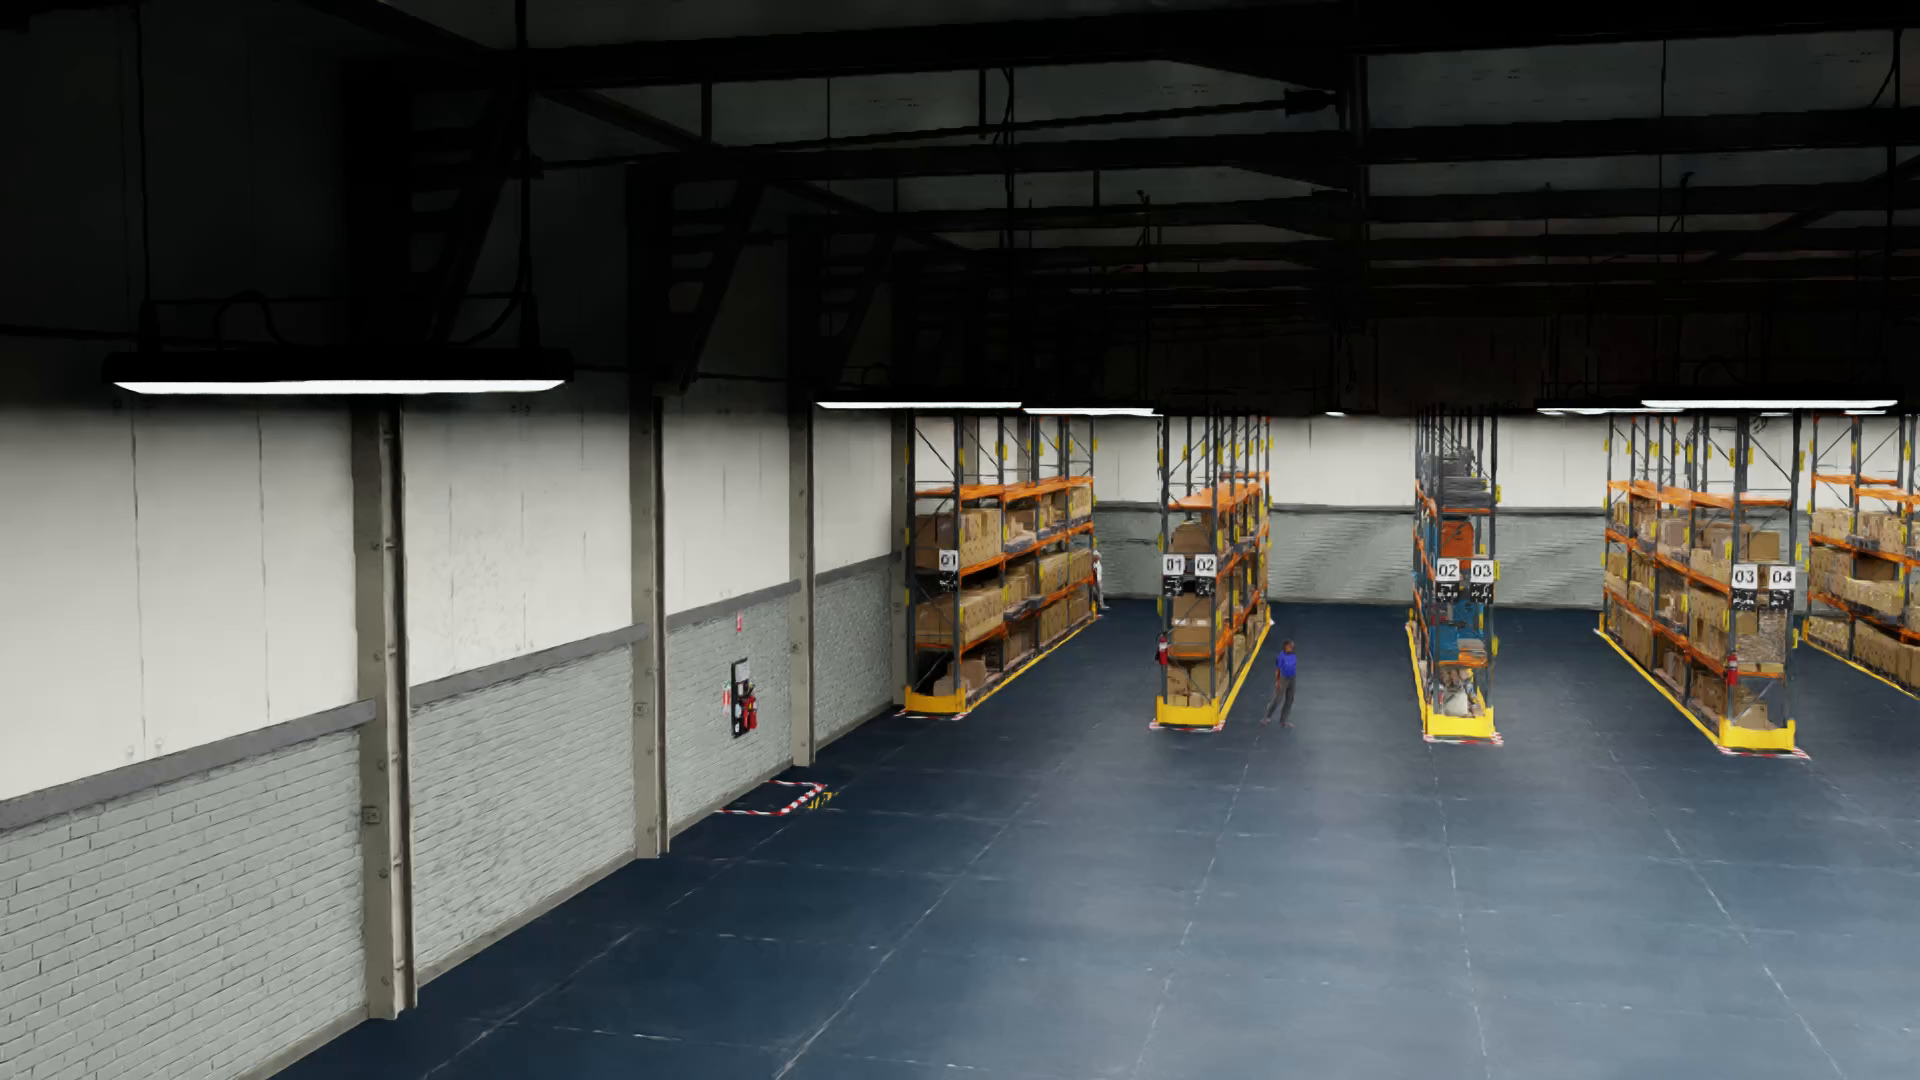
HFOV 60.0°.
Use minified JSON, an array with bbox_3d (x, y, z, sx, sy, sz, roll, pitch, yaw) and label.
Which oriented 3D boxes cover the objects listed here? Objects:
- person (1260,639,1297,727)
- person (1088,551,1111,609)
[{"bbox_3d":[5.931,2.651,30.915,0.650,1.652,0.492,-2,5,-29],"label":"person"},{"bbox_3d":[4.067,1.207,49.811,0.744,1.755,0.567,-3,5,-38],"label":"person"}]
